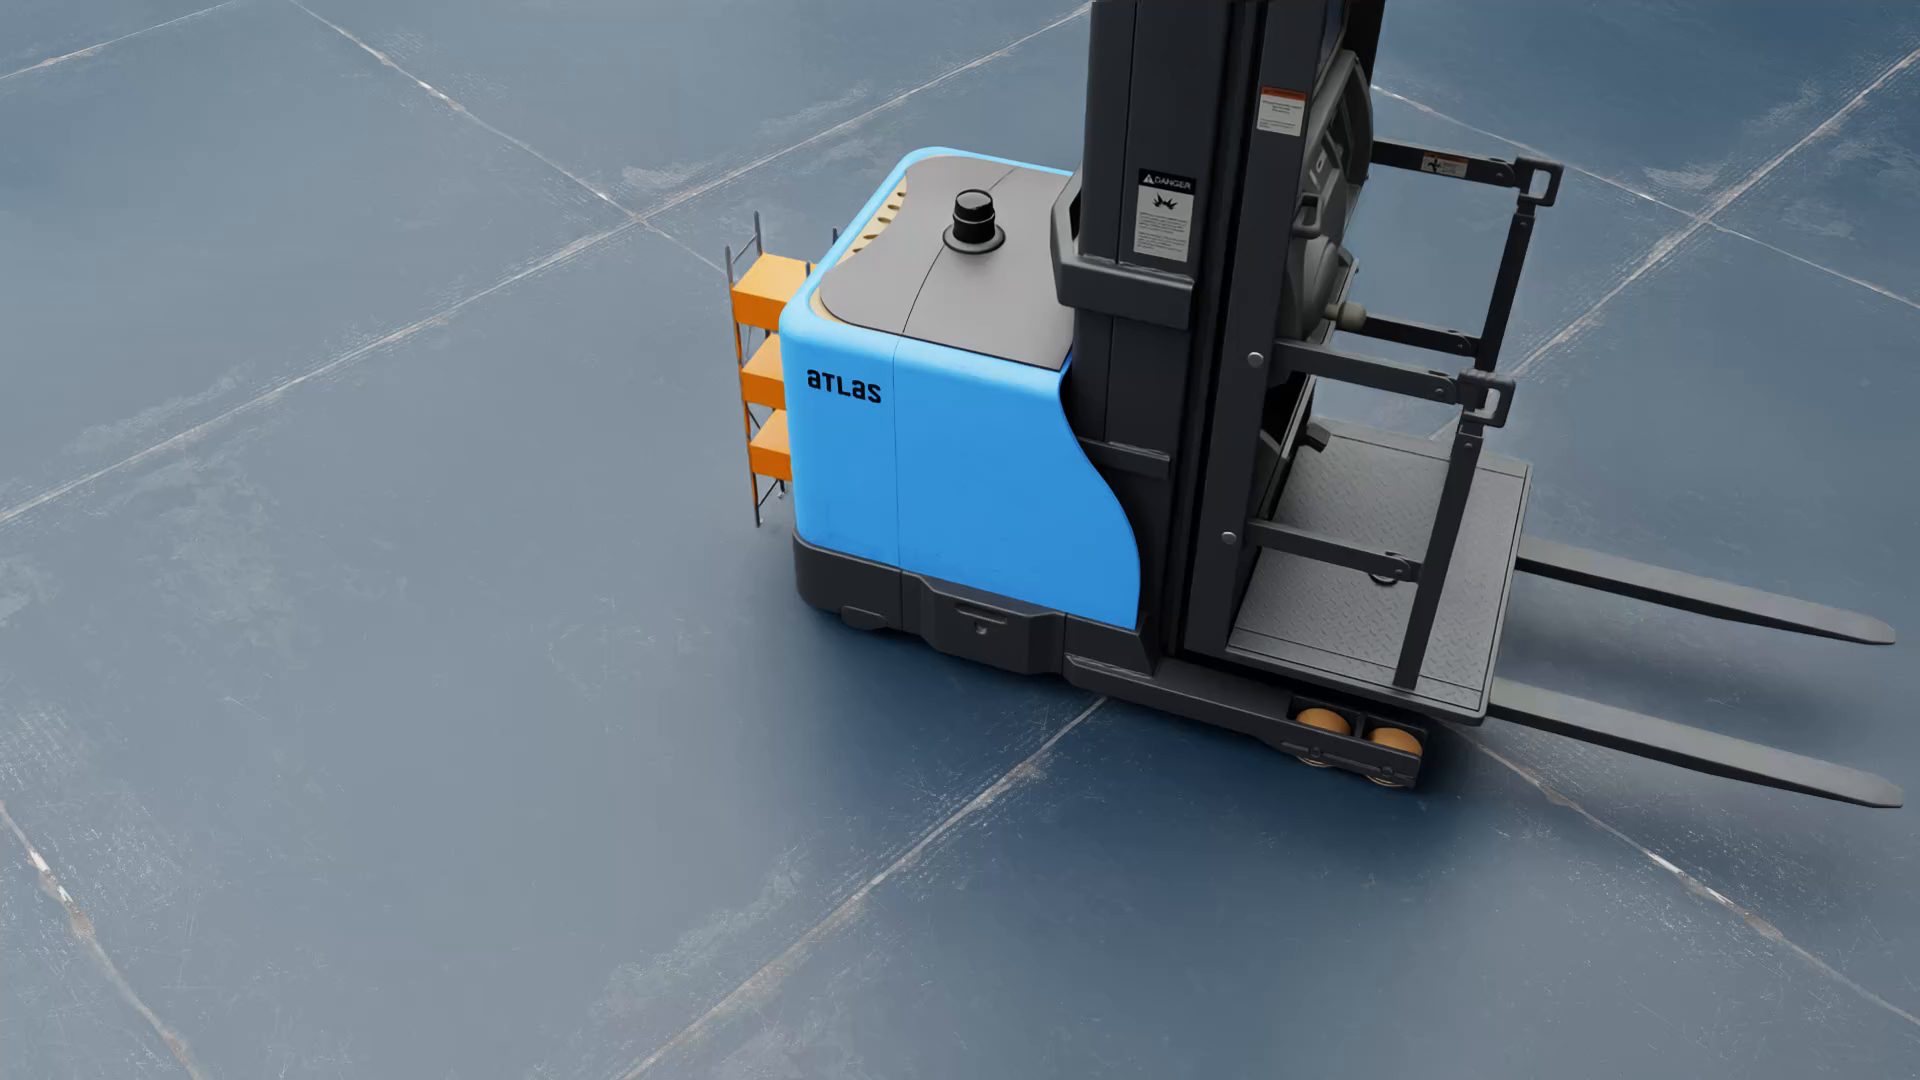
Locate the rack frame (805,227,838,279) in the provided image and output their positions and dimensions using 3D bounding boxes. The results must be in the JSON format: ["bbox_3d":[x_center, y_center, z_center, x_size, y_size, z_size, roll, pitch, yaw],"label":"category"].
[{"bbox_3d":[-0.382,-0.427,4.938,0.008,1.050,0.200,14,45,15],"label":"rack frame"}]

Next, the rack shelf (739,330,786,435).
[{"bbox_3d":[-0.496,-0.448,4.977,0.240,0.259,0.215,14,45,15],"label":"rack shelf"}]

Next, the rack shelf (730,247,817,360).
[{"bbox_3d":[-0.496,-0.657,4.785,0.240,0.259,0.215,14,45,15],"label":"rack shelf"}]

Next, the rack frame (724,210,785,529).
[{"bbox_3d":[-0.610,-0.486,5.002,0.008,1.050,0.200,14,45,15],"label":"rack frame"}]

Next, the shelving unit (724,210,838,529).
[{"bbox_3d":[-0.496,-0.456,4.970,0.252,1.050,0.215,14,45,15],"label":"shelving unit"}]

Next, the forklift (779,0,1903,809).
[{"bbox_3d":[1.081,-0.816,3.973,3.031,2.935,1.130,14,45,15],"label":"forklift"}]

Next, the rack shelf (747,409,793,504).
[{"bbox_3d":[-0.496,-0.244,5.166,0.240,0.259,0.215,14,45,15],"label":"rack shelf"}]
